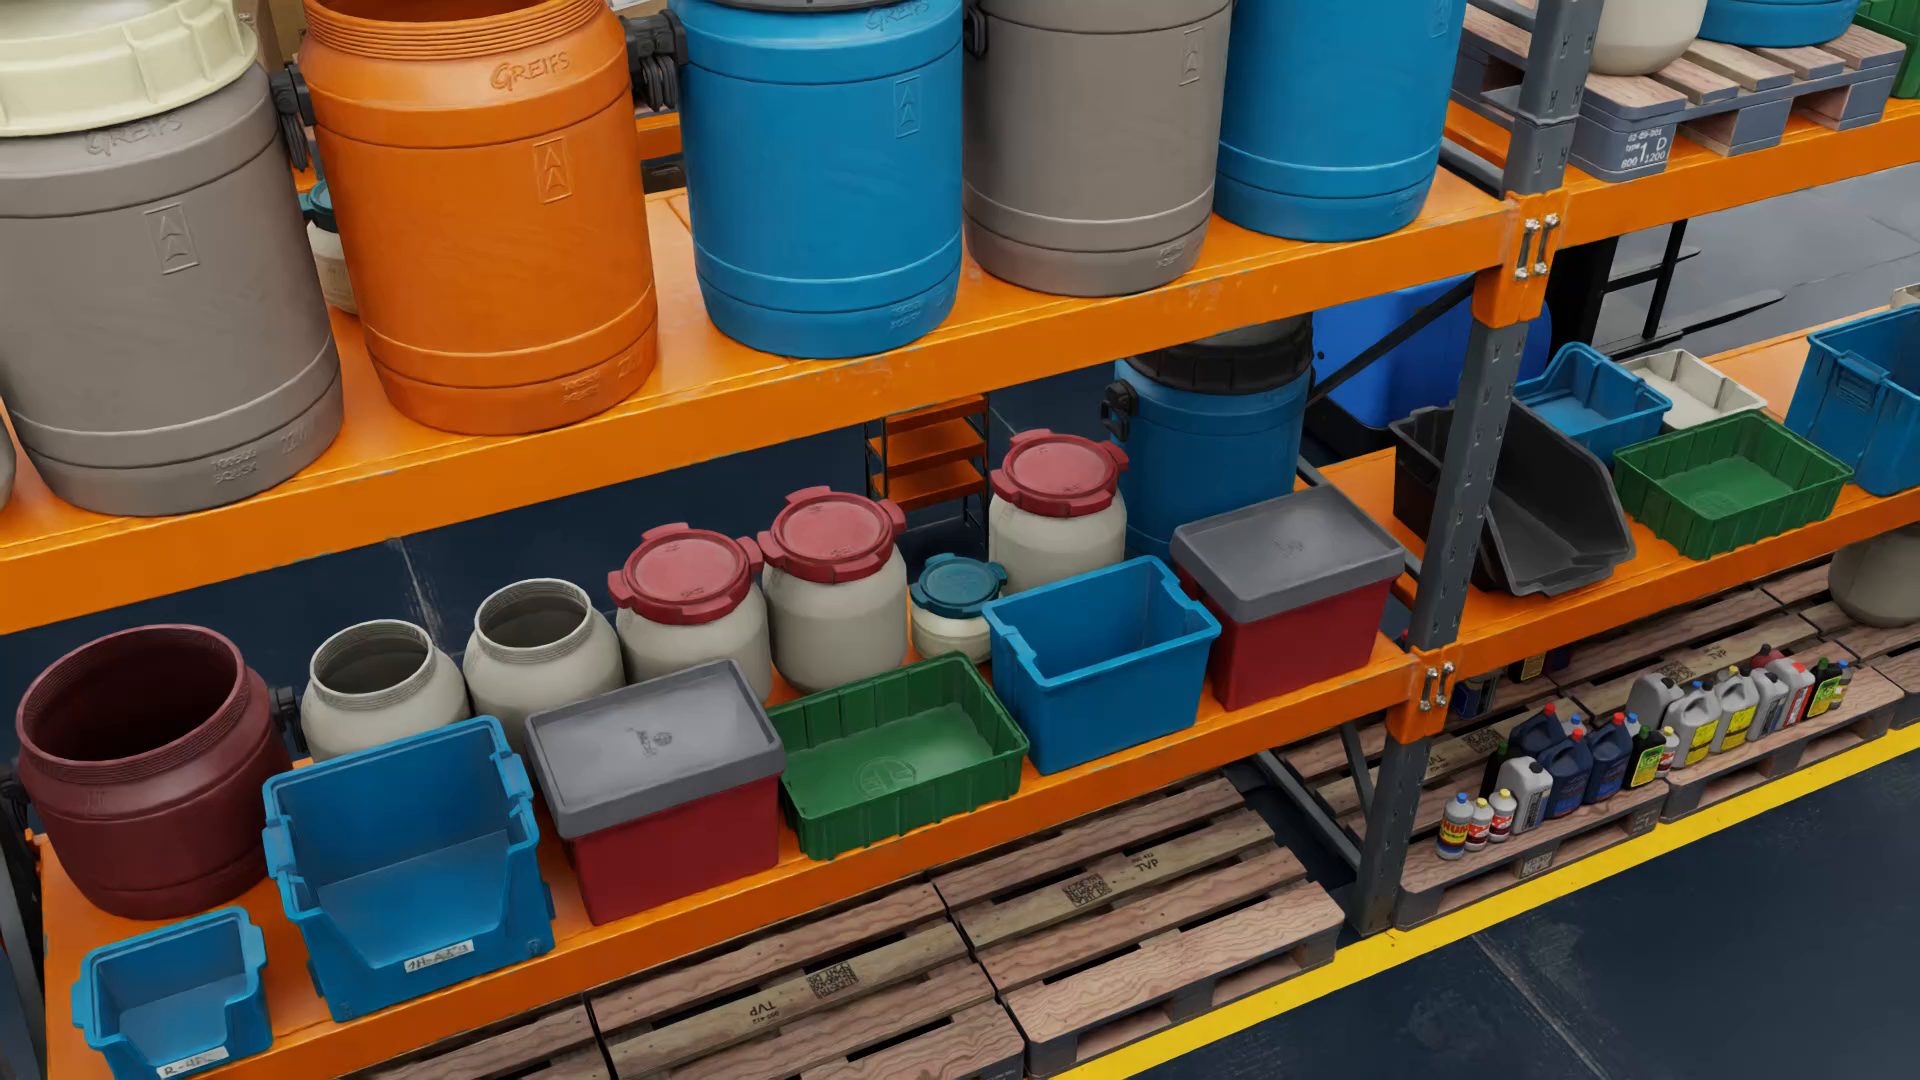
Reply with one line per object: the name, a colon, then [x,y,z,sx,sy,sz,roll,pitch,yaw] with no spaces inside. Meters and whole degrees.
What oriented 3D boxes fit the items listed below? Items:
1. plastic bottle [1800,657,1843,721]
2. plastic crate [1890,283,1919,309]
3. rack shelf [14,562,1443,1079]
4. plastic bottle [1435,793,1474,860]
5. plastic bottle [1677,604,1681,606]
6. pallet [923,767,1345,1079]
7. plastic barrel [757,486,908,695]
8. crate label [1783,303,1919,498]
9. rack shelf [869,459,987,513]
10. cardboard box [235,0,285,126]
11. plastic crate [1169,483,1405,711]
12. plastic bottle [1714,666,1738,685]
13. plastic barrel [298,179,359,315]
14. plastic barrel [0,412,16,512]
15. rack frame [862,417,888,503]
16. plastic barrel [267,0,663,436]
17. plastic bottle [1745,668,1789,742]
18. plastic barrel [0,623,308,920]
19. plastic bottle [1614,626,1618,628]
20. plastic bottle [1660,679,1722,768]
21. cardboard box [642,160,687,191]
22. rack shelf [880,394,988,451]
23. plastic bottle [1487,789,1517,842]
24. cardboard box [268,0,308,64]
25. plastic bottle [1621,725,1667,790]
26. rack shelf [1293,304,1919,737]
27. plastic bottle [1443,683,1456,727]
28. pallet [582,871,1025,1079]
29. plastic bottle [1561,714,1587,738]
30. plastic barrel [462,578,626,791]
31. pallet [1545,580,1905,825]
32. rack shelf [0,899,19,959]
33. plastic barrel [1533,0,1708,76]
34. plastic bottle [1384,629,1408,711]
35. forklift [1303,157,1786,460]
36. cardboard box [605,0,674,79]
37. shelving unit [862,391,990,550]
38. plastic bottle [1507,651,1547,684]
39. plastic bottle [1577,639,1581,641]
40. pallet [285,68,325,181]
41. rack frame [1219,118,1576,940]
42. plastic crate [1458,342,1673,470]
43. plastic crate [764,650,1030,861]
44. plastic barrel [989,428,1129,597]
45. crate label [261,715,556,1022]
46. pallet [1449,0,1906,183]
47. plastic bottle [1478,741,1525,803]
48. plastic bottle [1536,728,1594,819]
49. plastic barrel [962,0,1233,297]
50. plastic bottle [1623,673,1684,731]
plastic bottle: [3.305,0.559,6.389,0.133,0.283,0.061,-15,39,-19]
plastic crate: [3.933,-0.937,6.717,0.250,0.136,0.298,-16,39,-20]
rack shelf: [-0.552,0.712,4.877,4.000,0.370,1.077,-16,39,-20]
plastic bottle: [1.733,0.991,5.817,0.097,0.271,0.097,0,37,0]
plastic bottle: [3.012,0.168,6.985,0.097,0.201,0.097,0,37,0]
pallet: [0.564,1.256,5.879,1.213,0.211,1.003,-16,39,-20]
plastic barrel: [-0.365,0.171,4.887,0.433,0.535,0.433,0,37,0]
crate label: [3.328,-0.499,5.875,0.616,0.435,0.502,-16,39,-20]
rack shelf: [-0.150,-0.226,7.494,0.480,0.148,0.258,-16,39,-20]
cardboard box: [-3.532,-2.305,7.903,0.500,0.500,0.700,-10,38,-13]
plastic crate: [0.950,0.178,4.938,0.583,0.464,0.402,-16,39,-20]
plastic bottle: [2.968,0.574,6.438,0.097,0.201,0.097,0,37,0]
plastic barrel: [-1.310,-0.668,3.731,0.301,0.262,0.301,0,37,0]
plastic barrel: [-1.951,-0.234,2.936,0.421,0.512,0.421,0,37,0]
rack frame: [-0.371,-0.378,7.253,0.015,1.200,0.240,-16,39,-20]
plastic barrel: [-0.935,-0.705,3.304,0.708,0.830,0.600,-16,39,-20]
plastic bottle: [3.038,0.607,6.331,0.135,0.276,0.152,-17,40,-21]
plastic barrel: [-2.071,0.593,4.318,0.708,0.536,0.600,-16,39,-20]
plastic bottle: [2.705,0.226,6.848,0.097,0.271,0.097,0,37,0]
plastic bottle: [2.721,0.668,6.186,0.185,0.351,0.144,-16,39,-20]
cardboard box: [-1.411,-1.784,9.366,0.500,0.500,0.700,-19,40,-23]
rack shelf: [-0.150,-0.566,7.243,0.480,0.148,0.258,-16,39,-20]
plastic bottle: [1.917,0.968,5.907,0.097,0.201,0.097,0,37,0]
cardboard box: [-5.103,-4.036,12.210,0.750,0.750,1.050,-15,39,-19]
plastic bottle: [2.504,0.783,6.087,0.133,0.283,0.061,-14,39,-18]
rack shelf: [3.069,-0.301,6.242,4.000,0.370,1.077,-16,39,-20]
plastic bottle: [1.780,0.563,6.327,0.185,0.351,0.144,-16,39,-20]
pallet: [-0.542,1.567,5.460,1.213,0.211,1.003,-16,39,-20]
plastic bottle: [2.246,0.753,6.138,0.097,0.271,0.097,0,37,0]
plastic barrel: [-1.141,0.402,4.597,0.421,0.512,0.421,0,37,0]
pallet: [2.990,0.578,6.794,1.213,0.211,1.003,-16,39,-20]
rack shelf: [-4.173,1.724,3.512,4.000,0.370,1.077,-16,39,-20]
plastic barrel: [1.732,-1.505,4.297,0.421,0.512,0.421,0,37,0]
plastic bottle: [1.719,0.485,6.432,0.185,0.351,0.144,-17,40,-21]
forklift: [3.078,-2.120,8.148,3.031,2.935,1.130,-17,40,-22]
cardboard box: [-1.625,-3.039,8.473,1.000,1.000,1.000,-15,39,-20]
shelving unit: [-0.150,-0.440,7.336,0.503,1.200,0.258,-16,39,-20]
plastic bottle: [2.252,0.431,6.562,0.133,0.283,0.061,-16,39,-20]
plastic bottle: [2.522,0.277,6.779,0.097,0.271,0.097,0,37,0]
pallet: [-2.692,-2.188,8.343,1.213,0.211,1.003,-16,39,-20]
rack frame: [1.259,-0.084,5.345,0.127,3.000,1.000,-16,39,-20]
plastic crate: [2.145,-0.450,5.964,0.616,0.251,0.499,-16,39,-20]
plastic crate: [-0.198,0.595,4.608,0.662,0.188,0.450,-16,39,-20]
plastic barrel: [0.299,-0.014,5.137,0.433,0.535,0.433,0,37,0]
crate label: [-1.348,0.809,4.112,0.616,0.435,0.502,-16,39,-20]
pallet: [1.870,-1.448,4.825,1.003,0.211,1.213,-16,39,-20]
plastic bottle: [1.969,0.833,6.020,0.133,0.283,0.061,-16,39,-20]
plastic bottle: [2.166,0.823,5.977,0.185,0.351,0.144,-15,39,-19]
plastic barrel: [0.298,-1.078,3.747,0.600,0.901,0.600,0,37,0]
plastic bottle: [2.636,0.624,6.308,0.135,0.276,0.152,-16,39,-20]
